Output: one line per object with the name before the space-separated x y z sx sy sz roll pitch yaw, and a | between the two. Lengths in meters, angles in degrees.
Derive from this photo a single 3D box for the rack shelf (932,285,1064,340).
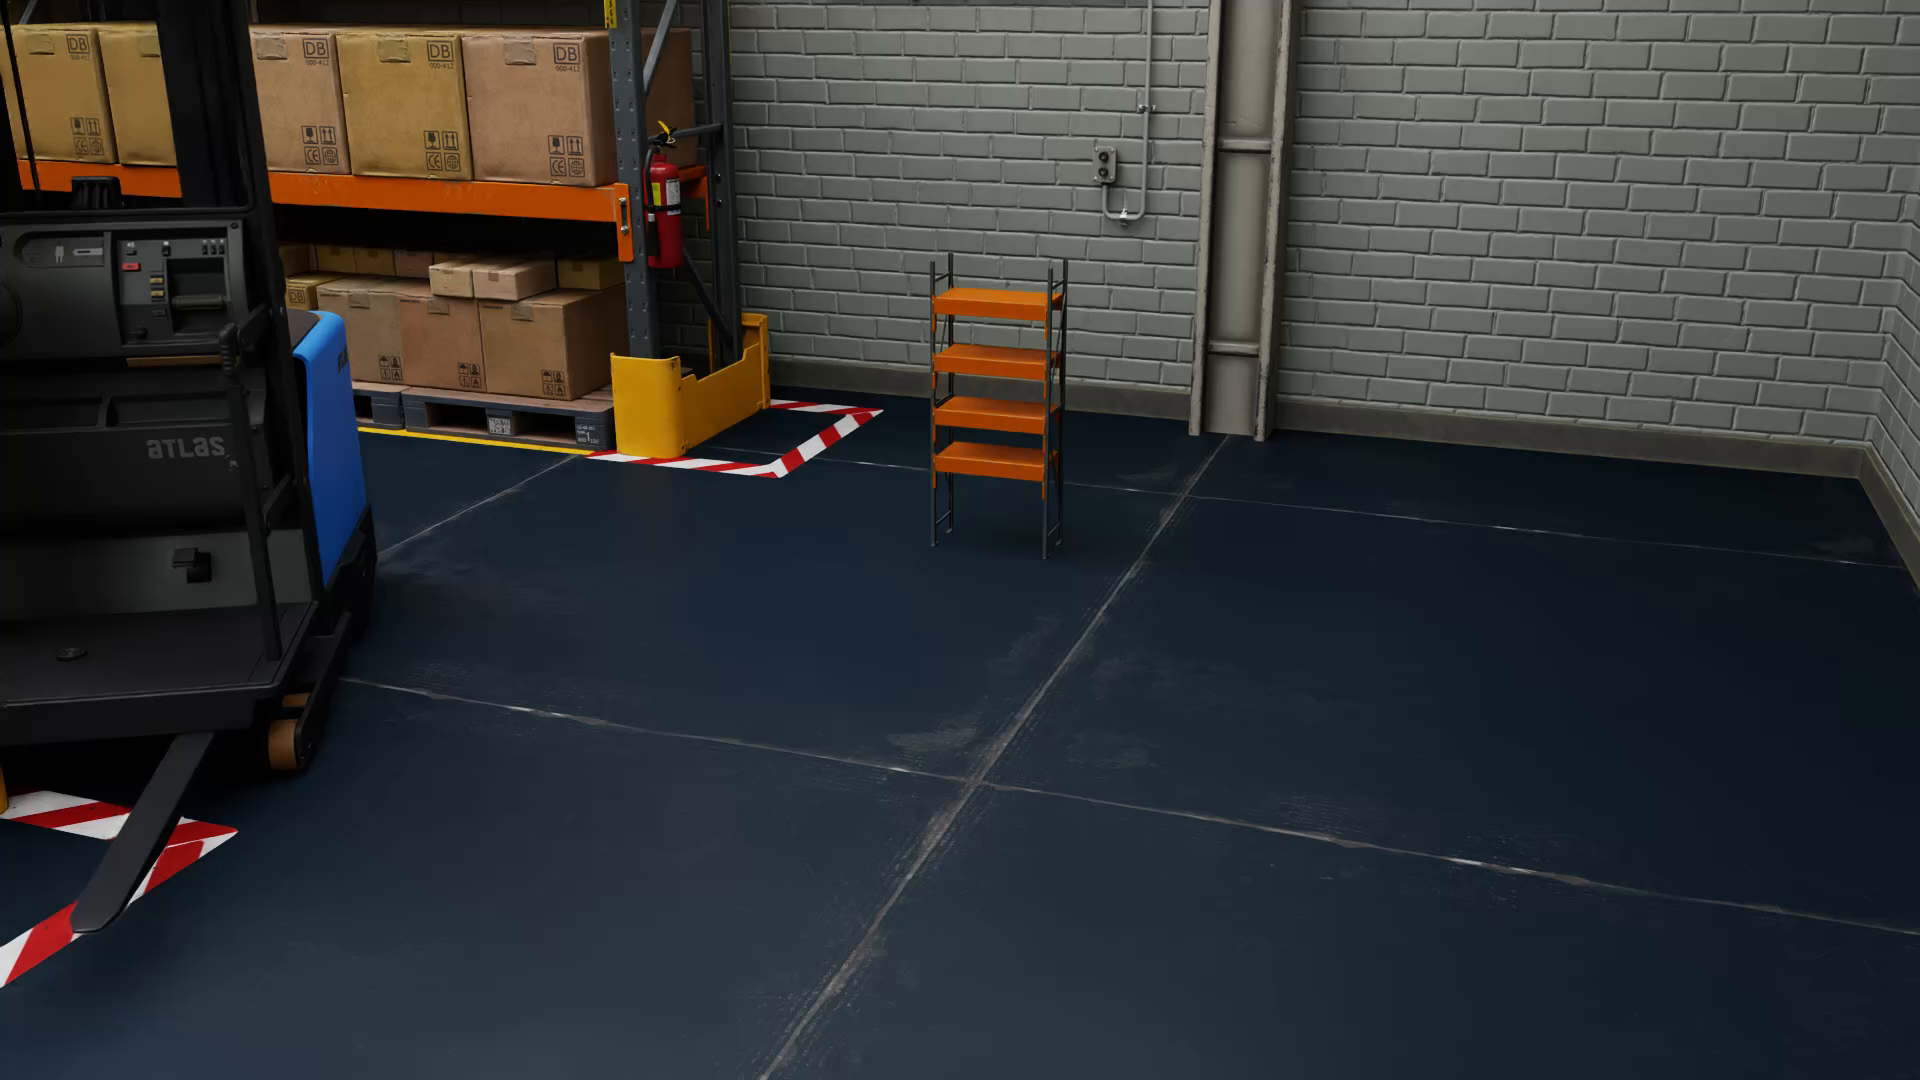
rack shelf | 0.156 -0.920 6.698 0.480 0.148 0.258 7 20 18

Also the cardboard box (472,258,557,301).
cardboard box | -2.283 -1.339 8.535 0.250 0.149 0.380 6 20 17

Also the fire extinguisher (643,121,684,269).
fire extinguisher | -1.417 -1.641 7.910 0.183 0.674 0.296 7 20 18

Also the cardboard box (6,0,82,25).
cardboard box | -5.535 -3.127 9.717 0.500 0.250 0.500 7 20 20

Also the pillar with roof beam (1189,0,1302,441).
pillar with roof beam | 0.014 -3.485 3.402 0.400 9.000 9.100 7 20 18

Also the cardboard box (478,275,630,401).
cardboard box | -2.102 -1.076 8.765 0.500 0.500 0.700 7 20 18

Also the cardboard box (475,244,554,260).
cardboard box | -2.397 -1.485 8.954 0.250 0.149 0.380 7 20 18

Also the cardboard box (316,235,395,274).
cardboard box | -3.355 -1.595 9.268 0.250 0.149 0.380 6 20 17

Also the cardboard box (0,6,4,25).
cardboard box | -5.712 -2.967 9.259 0.500 0.250 0.500 7 20 19

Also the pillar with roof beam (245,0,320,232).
pillar with roof beam | -5.654 -4.133 5.261 0.400 9.000 9.100 7 20 18

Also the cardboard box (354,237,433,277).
cardboard box | -3.116 -1.567 9.189 0.250 0.149 0.380 7 20 19

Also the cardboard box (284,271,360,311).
cardboard box | -3.556 -1.239 9.234 0.500 0.500 0.700 7 20 19

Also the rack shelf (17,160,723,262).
rack shelf | -3.297 -1.890 9.033 4.000 0.370 1.077 7 20 18

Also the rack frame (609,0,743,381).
rack frame | -1.408 -2.013 8.295 0.127 3.000 1.000 7 20 18

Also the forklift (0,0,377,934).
forklift | -2.582 -0.747 4.767 1.130 2.935 3.031 -3 20 -10

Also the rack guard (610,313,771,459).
rack guard | -1.385 -0.830 8.699 0.348 0.500 1.175 7 20 18

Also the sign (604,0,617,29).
sign | -1.599 -2.505 7.585 0.005 0.325 0.100 7 20 18

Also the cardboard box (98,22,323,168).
cardboard box | -3.992 -2.443 9.071 0.700 0.700 0.980 6 20 17

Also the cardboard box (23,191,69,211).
cardboard box | -5.843 -1.658 9.904 0.750 0.750 0.750 7 20 19

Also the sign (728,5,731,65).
sign | -1.220 -2.631 8.632 0.005 0.325 0.100 7 20 18

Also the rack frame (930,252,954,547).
rack frame | -0.074 -0.575 6.903 0.015 1.200 0.240 7 20 18

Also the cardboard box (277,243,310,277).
cardboard box | -3.757 -1.507 9.016 0.250 0.149 0.380 6 20 17

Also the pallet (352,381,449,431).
pallet | -3.337 -0.891 9.311 1.213 0.211 1.003 7 20 18

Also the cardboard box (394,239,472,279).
cardboard box | -2.874 -1.540 9.110 0.250 0.149 0.380 7 20 19

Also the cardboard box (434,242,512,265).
cardboard box | -2.633 -1.512 9.032 0.250 0.149 0.380 7 20 19

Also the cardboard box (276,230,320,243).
cardboard box | -3.838 -1.650 9.426 0.250 0.149 0.380 6 20 16

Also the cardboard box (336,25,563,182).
cardboard box | -2.584 -2.282 8.610 0.700 0.700 0.980 6 20 18

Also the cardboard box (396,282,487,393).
cardboard box | -2.575 -1.130 8.920 0.500 0.500 0.700 6 20 18

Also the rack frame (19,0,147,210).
rack frame | -5.186 -2.445 9.534 0.127 3.000 1.000 7 20 18

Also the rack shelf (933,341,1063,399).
rack shelf | 0.156 -0.696 6.776 0.480 0.148 0.258 7 20 18

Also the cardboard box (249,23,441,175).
cardboard box | -3.301 -2.367 8.854 0.700 0.700 0.980 6 20 15

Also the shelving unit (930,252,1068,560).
shelving unit | 0.156 -0.549 6.827 0.503 1.200 0.258 7 20 18

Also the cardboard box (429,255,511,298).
cardboard box | -2.525 -1.367 8.614 0.250 0.149 0.380 7 20 20

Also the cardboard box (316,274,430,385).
cardboard box | -3.050 -1.184 9.075 0.500 0.500 0.700 6 20 16

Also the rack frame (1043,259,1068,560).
rack frame | 0.387 -0.522 6.752 0.015 1.200 0.240 7 20 18

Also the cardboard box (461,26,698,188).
cardboard box | -1.893 -2.207 8.394 0.700 0.700 0.980 7 21 21

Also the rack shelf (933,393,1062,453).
rack shelf | 0.156 -0.485 6.850 0.480 0.148 0.258 7 20 18

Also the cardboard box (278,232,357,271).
cardboard box | -3.600 -1.622 9.347 0.250 0.149 0.380 7 20 19

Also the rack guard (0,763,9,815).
rack guard | -3.102 0.700 4.310 0.348 0.500 1.175 7 20 18

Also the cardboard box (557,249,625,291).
cardboard box | -1.918 -1.431 8.798 0.250 0.149 0.380 7 20 18

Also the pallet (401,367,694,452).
pallet | -2.189 -0.758 8.932 1.213 0.211 1.003 7 20 18

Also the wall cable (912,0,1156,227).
wall cable | 0.112 -2.649 8.574 1.851 1.984 0.084 7 20 18

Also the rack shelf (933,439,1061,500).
rack shelf | 0.156 -0.298 6.915 0.480 0.148 0.258 7 20 18

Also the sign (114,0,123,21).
sign | -5.006 -3.064 9.874 0.005 0.325 0.100 7 20 18

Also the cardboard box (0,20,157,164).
cardboard box | -4.679 -2.523 9.302 0.700 0.700 0.980 7 20 19
